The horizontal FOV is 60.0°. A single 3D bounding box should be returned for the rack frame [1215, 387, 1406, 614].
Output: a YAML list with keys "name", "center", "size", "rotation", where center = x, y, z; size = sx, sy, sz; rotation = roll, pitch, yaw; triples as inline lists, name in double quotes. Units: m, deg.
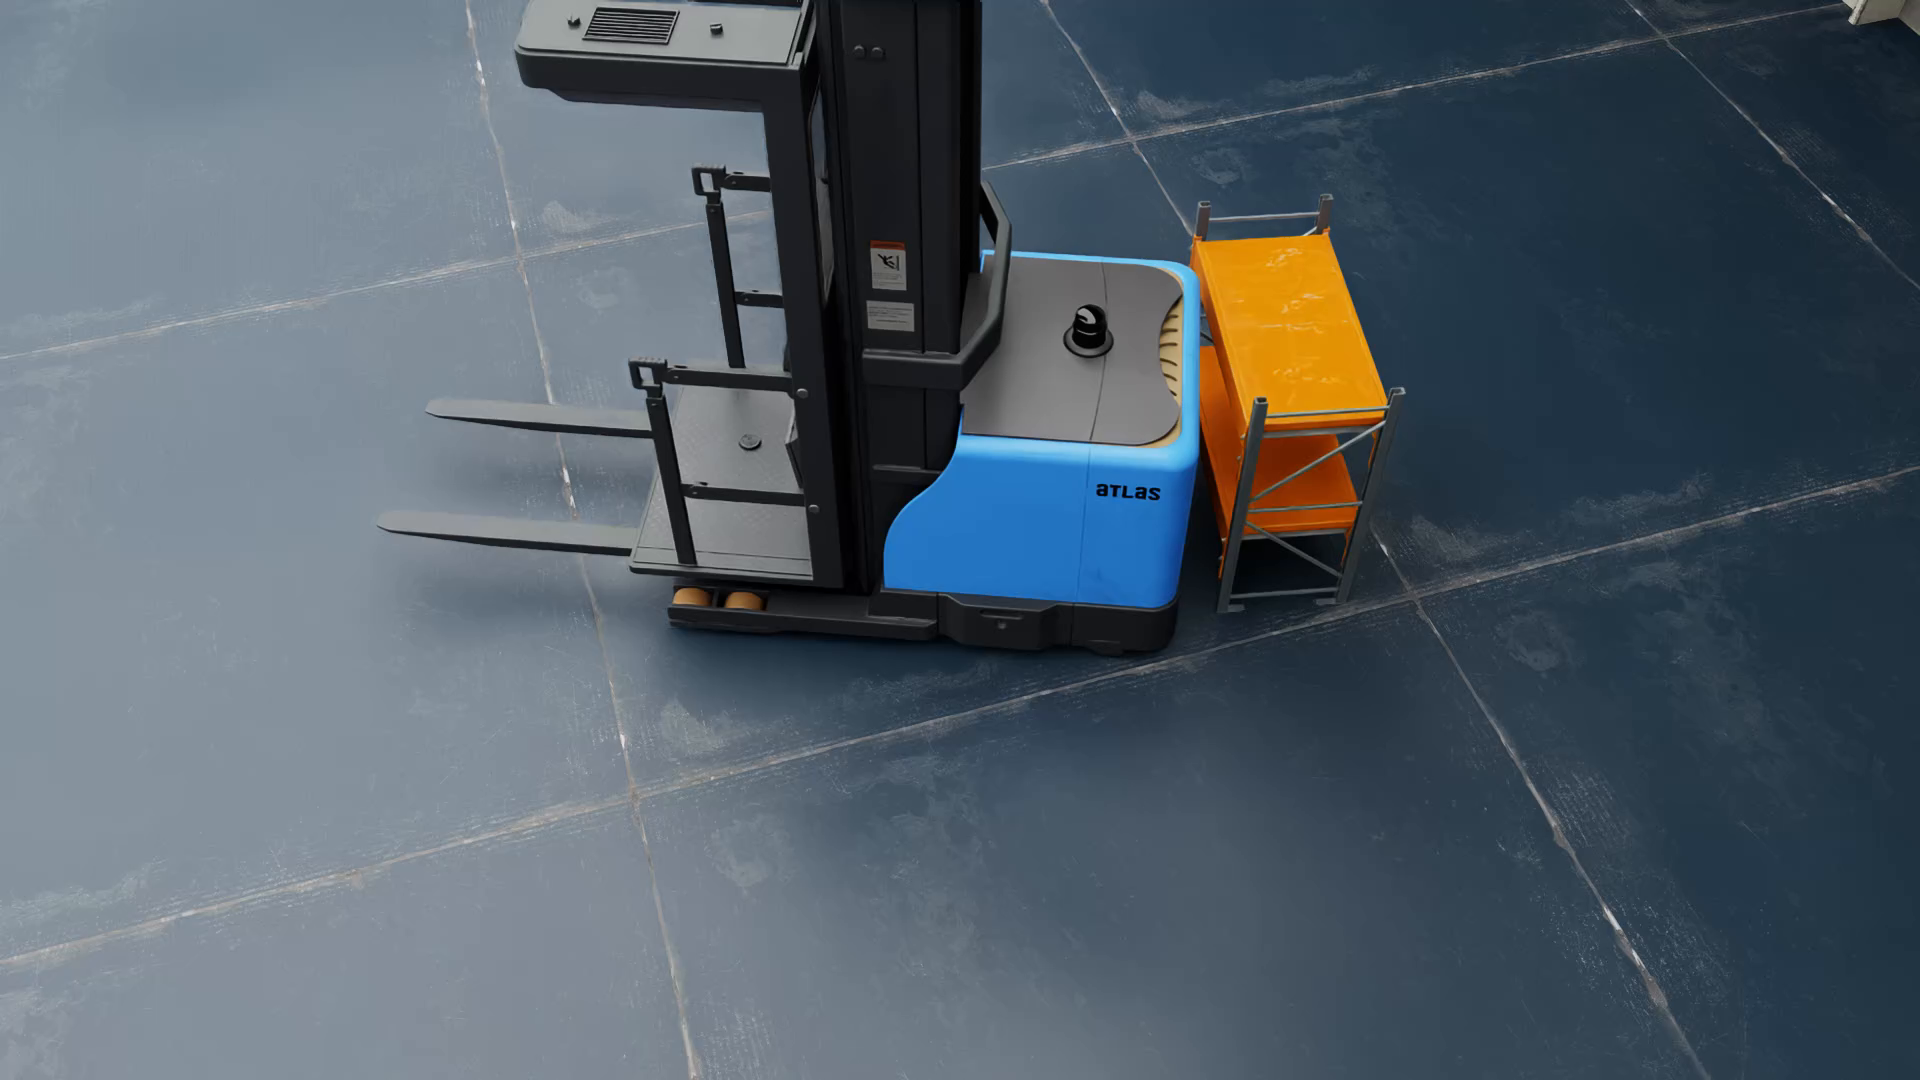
- name: "rack frame"
  center: [1.218, -0.113, 5.898]
  size: [0.500, 1.125, 0.032]
  rotation: [-4, 50, -3]

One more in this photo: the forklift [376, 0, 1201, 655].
- name: "forklift"
  center: [-0.673, -0.995, 5.462]
  size: [3.031, 2.935, 1.130]
  rotation: [4, 50, 4]

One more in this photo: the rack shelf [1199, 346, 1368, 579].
- name: "rack shelf"
  center: [1.173, -0.342, 6.412]
  size: [0.538, 0.278, 1.000]
  rotation: [-4, 50, -3]

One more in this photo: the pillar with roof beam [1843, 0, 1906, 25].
- name: "pillar with roof beam"
  center: [0.734, -4.844, 4.738]
  size: [9.100, 9.000, 0.400]
  rotation: [-13, 51, -11]

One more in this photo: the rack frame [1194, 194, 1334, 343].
- name: "rack frame"
  center: [1.127, -0.887, 6.551]
  size: [0.500, 1.125, 0.032]
  rotation: [-4, 50, -3]

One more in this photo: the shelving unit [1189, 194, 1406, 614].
- name: "shelving unit"
  center: [1.173, -0.500, 6.225]
  size: [0.538, 1.125, 1.048]
  rotation: [-4, 50, -3]

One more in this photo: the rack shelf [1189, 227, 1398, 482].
- name: "rack shelf"
  center: [1.172, -0.688, 6.001]
  size: [0.538, 0.278, 1.000]
  rotation: [-4, 50, -3]
